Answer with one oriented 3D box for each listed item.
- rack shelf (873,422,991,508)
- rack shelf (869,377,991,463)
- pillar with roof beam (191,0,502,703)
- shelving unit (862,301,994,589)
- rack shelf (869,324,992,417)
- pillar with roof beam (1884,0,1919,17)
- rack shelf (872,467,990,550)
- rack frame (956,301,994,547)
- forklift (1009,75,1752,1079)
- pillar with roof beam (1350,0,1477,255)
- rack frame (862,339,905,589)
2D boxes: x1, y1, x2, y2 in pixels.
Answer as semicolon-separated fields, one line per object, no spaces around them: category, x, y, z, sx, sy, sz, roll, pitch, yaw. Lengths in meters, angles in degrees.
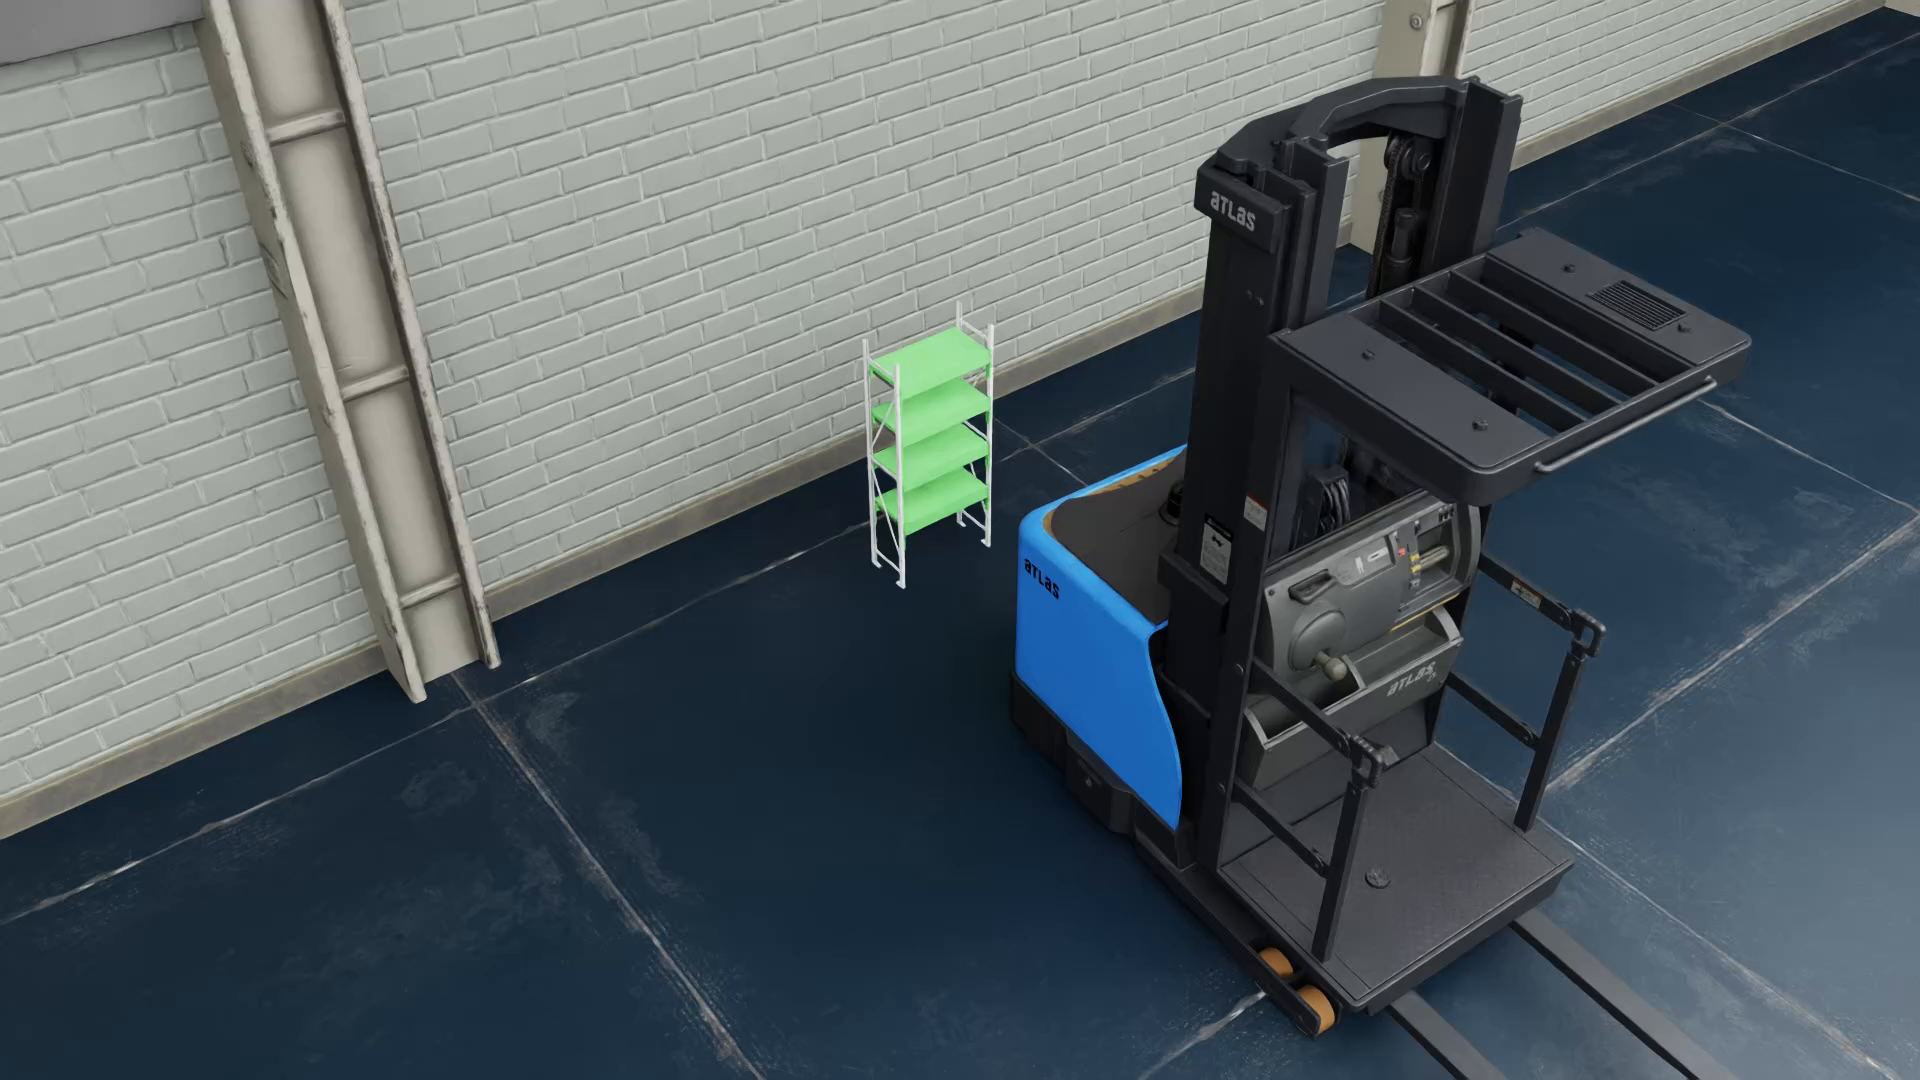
rack shelf;-0.131;-0.351;7.332;0.480;0.148;0.258;-26;46;-28
rack shelf;-0.131;-0.536;7.180;0.480;0.148;0.258;-26;46;-28
pillar with roof beam;0.417;-0.785;1.612;0.400;9.000;9.100;-26;46;-28
shelving unit;-0.131;-0.400;7.291;0.503;1.200;0.258;-26;46;-28
rack shelf;-0.131;-0.722;7.028;0.480;0.148;0.258;-26;46;-28
pillar with roof beam;9.932;-5.423;7.265;0.400;9.000;9.100;-26;46;-28
rack shelf;-0.131;-0.165;7.484;0.480;0.148;0.258;-26;46;-28
rack frame;0.062;-0.494;7.406;0.015;1.200;0.240;-26;46;-28
forklift;1.450;0.206;5.187;1.130;2.935;3.031;-24;45;-26
pillar with roof beam;5.174;-3.104;4.439;0.400;9.000;9.100;-26;46;-28
rack frame;-0.325;-0.306;7.176;0.015;1.200;0.240;-26;46;-28
